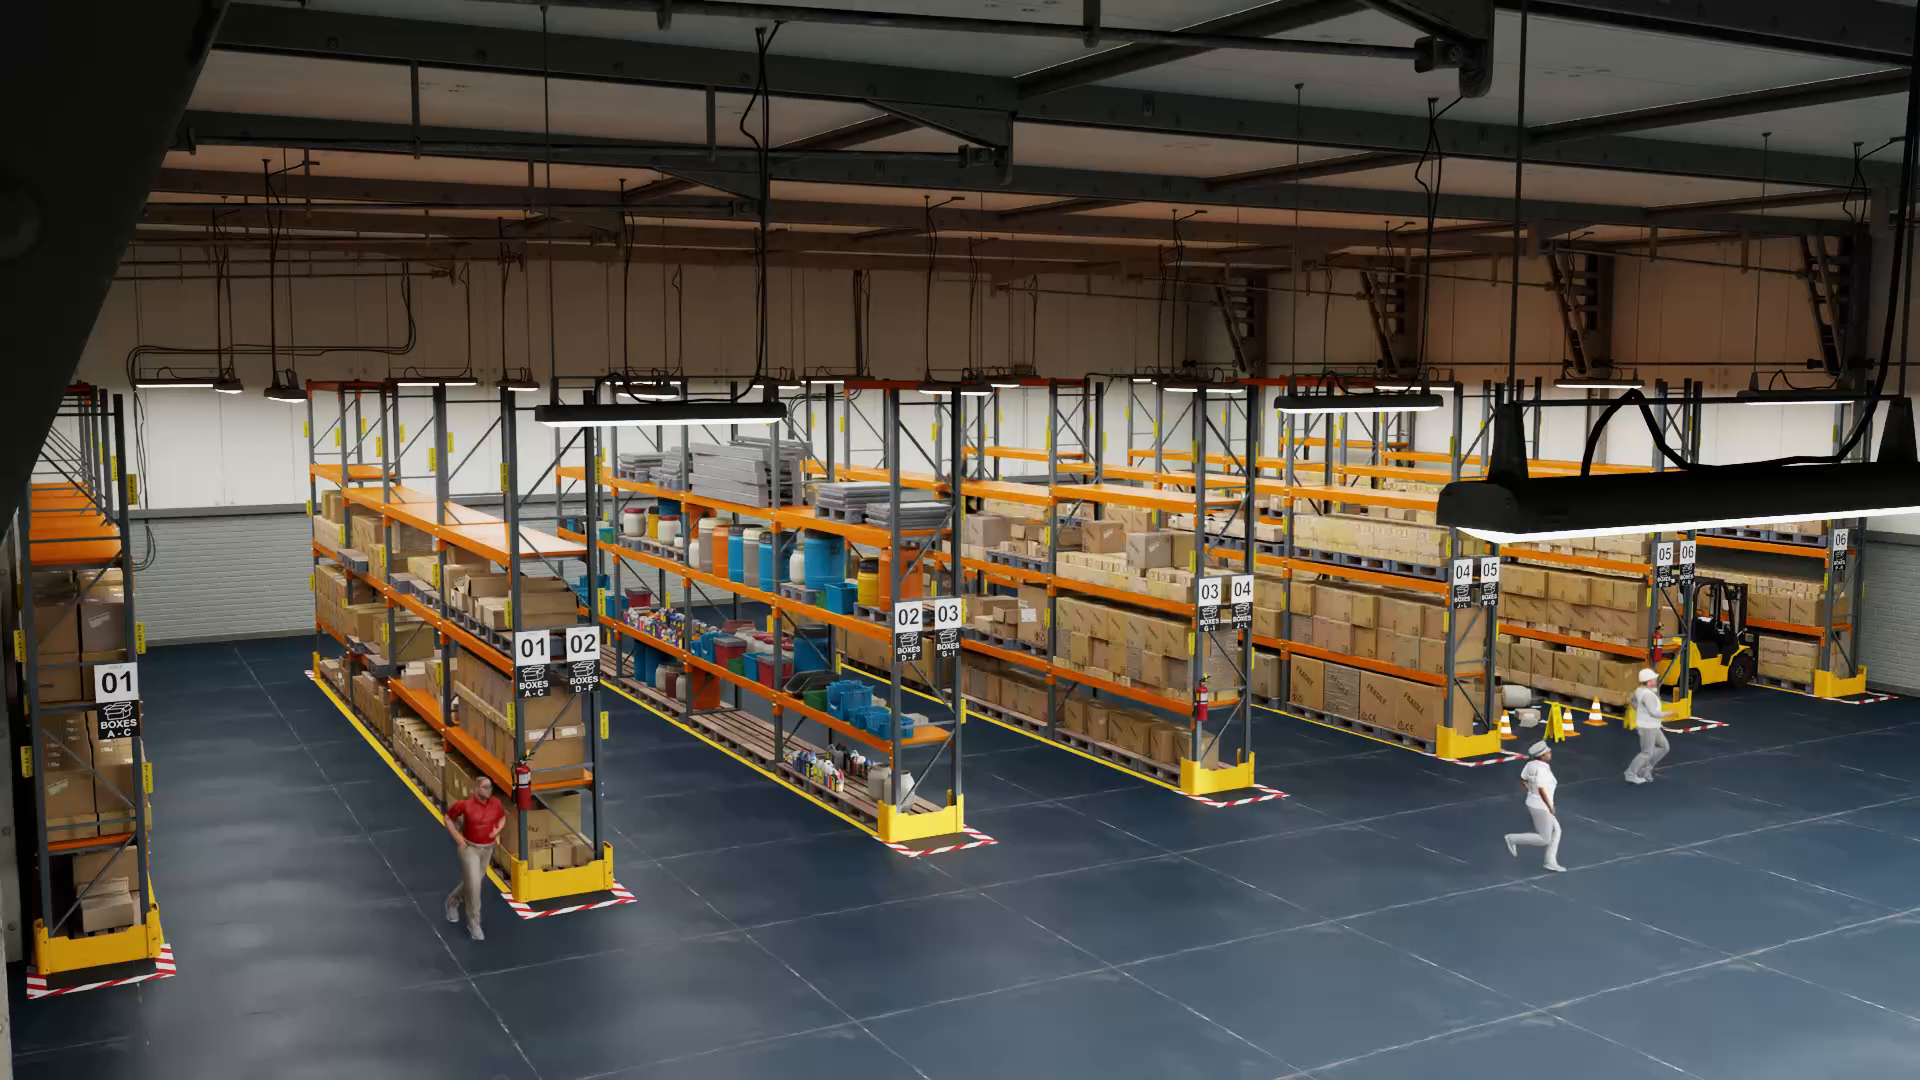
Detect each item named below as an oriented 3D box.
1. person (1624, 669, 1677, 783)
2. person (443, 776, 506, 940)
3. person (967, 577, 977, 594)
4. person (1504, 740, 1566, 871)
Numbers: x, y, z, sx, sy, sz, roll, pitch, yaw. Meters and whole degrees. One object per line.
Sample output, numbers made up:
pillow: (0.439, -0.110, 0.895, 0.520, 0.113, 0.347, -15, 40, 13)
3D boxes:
person: (10.370, 2.804, 24.951, 0.702, 1.758, 0.625, 2, 6, 19)
person: (-5.418, 3.512, 18.714, 0.882, 1.736, 0.689, 5, 8, 38)
person: (0.415, 1.026, 42.454, 0.569, 1.600, 0.551, 4, 7, 34)
person: (7.193, 3.323, 20.760, 0.803, 1.671, 0.572, 0, 6, 4)
